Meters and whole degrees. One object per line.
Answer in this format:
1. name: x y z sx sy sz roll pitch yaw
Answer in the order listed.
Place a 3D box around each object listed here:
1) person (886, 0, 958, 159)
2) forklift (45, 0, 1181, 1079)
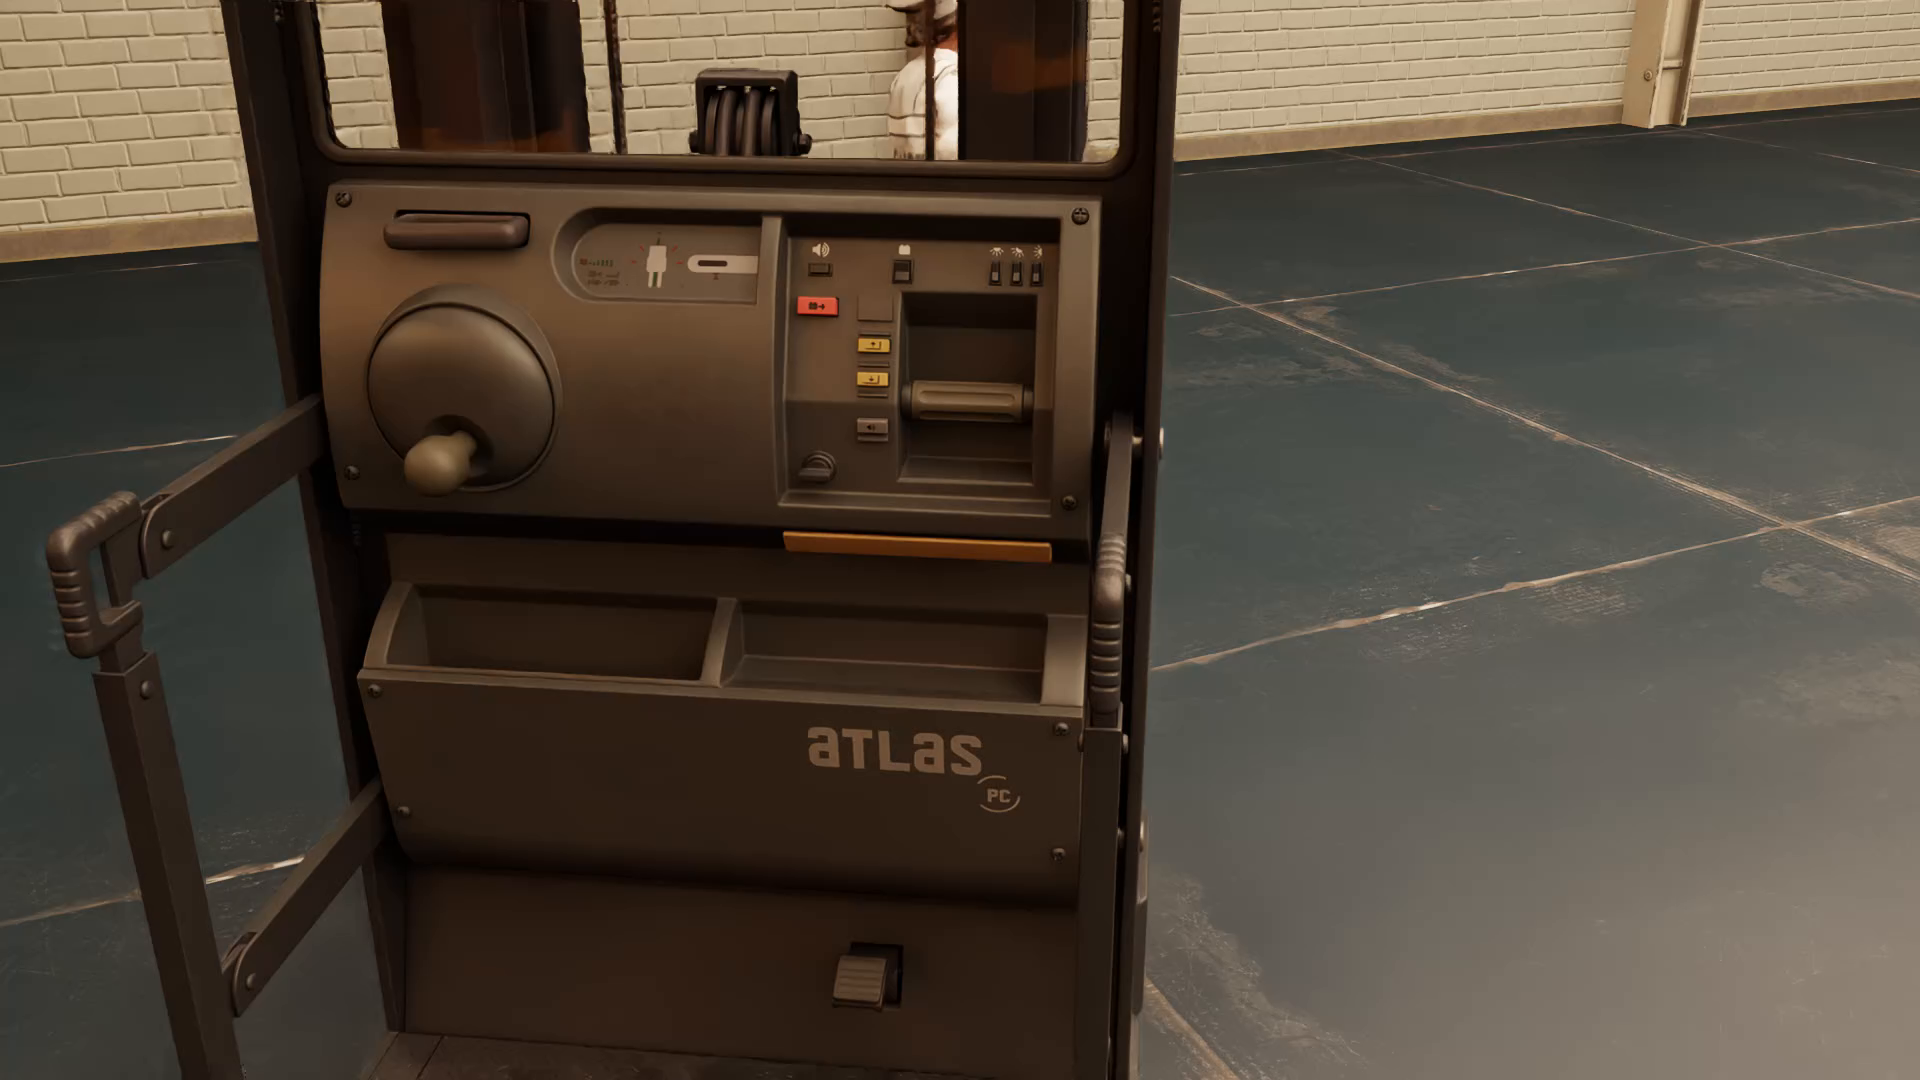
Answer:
1. person: 0.076 -0.794 4.792 0.528 1.694 0.570 -10 25 -23
2. forklift: -0.325 -0.201 1.770 1.130 2.935 3.031 3 23 6
